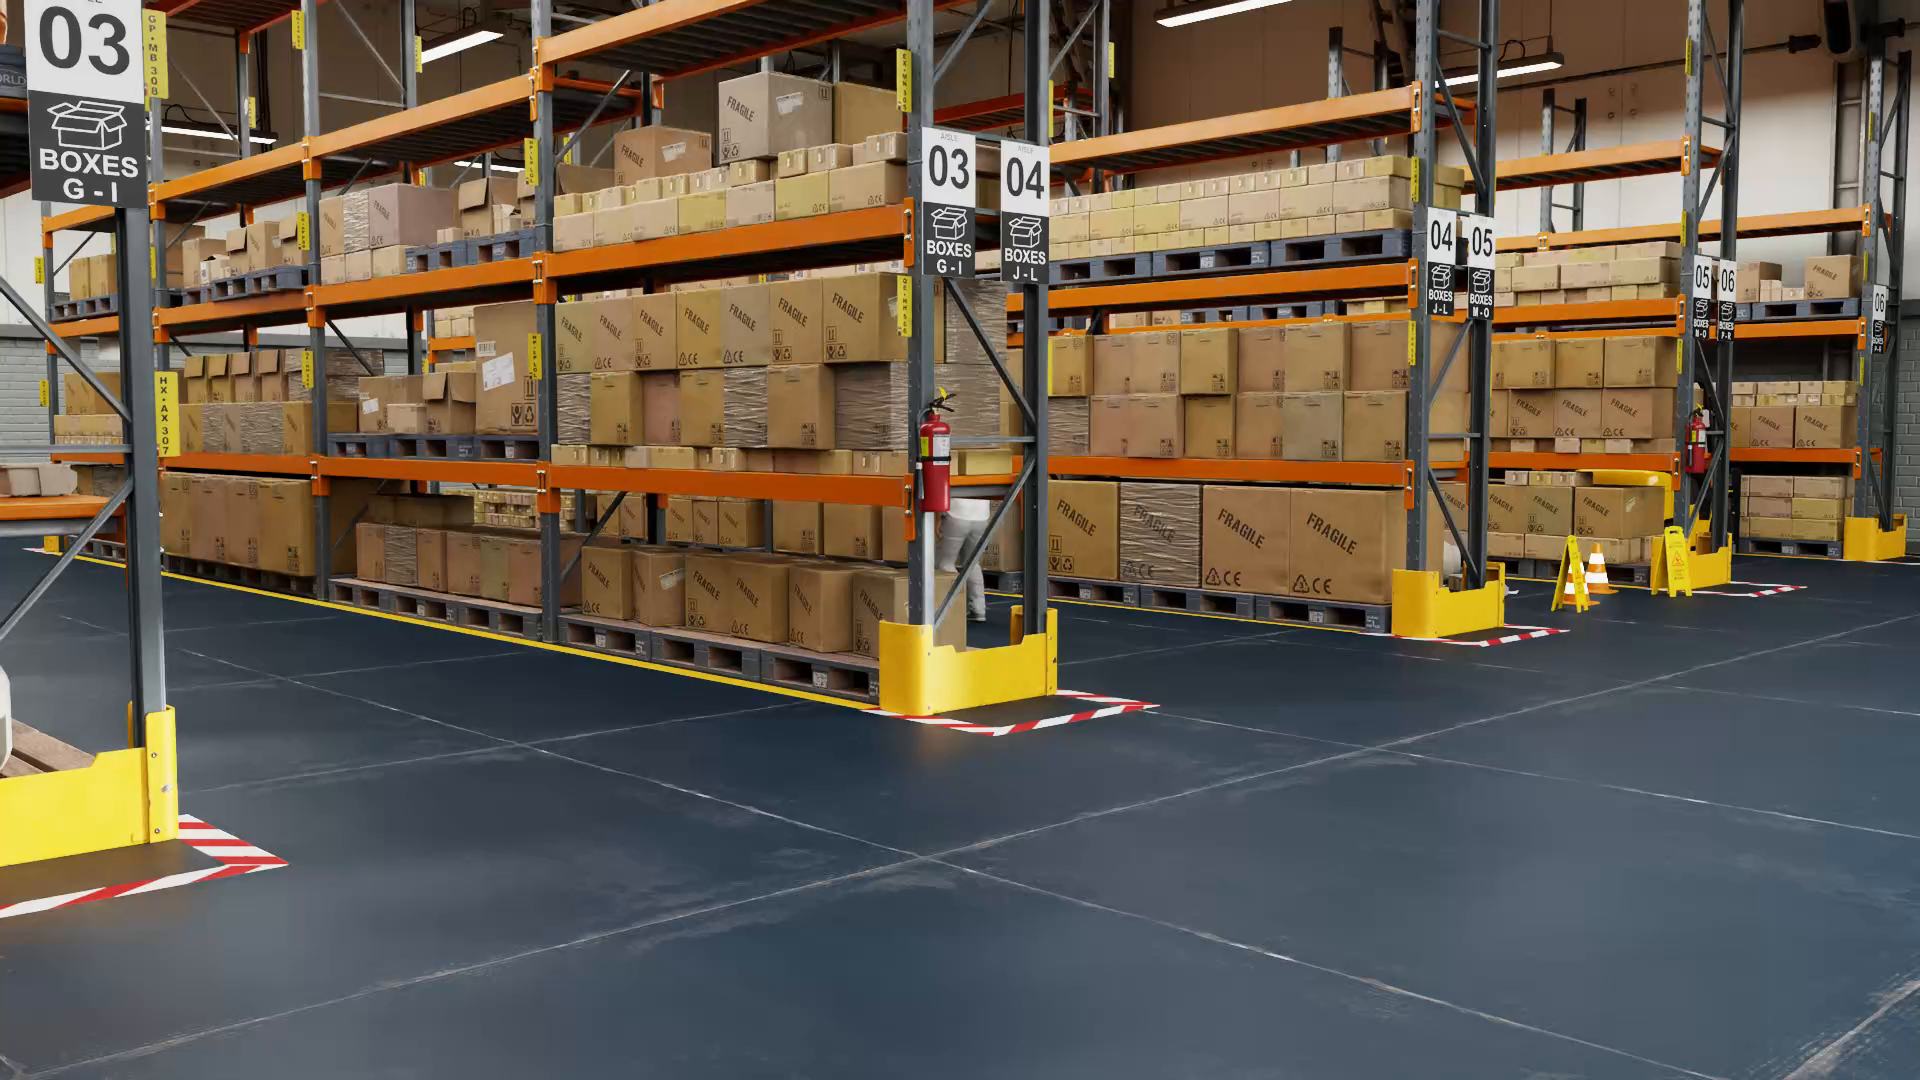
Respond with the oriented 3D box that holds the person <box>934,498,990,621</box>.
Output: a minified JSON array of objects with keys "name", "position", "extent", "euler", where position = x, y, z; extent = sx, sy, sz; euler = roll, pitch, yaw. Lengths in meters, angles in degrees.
[{"name":"person","position":[0.010,-0.155,13.303],"extent":[0.402,1.650,0.551],"euler":[4,6,43]}]
